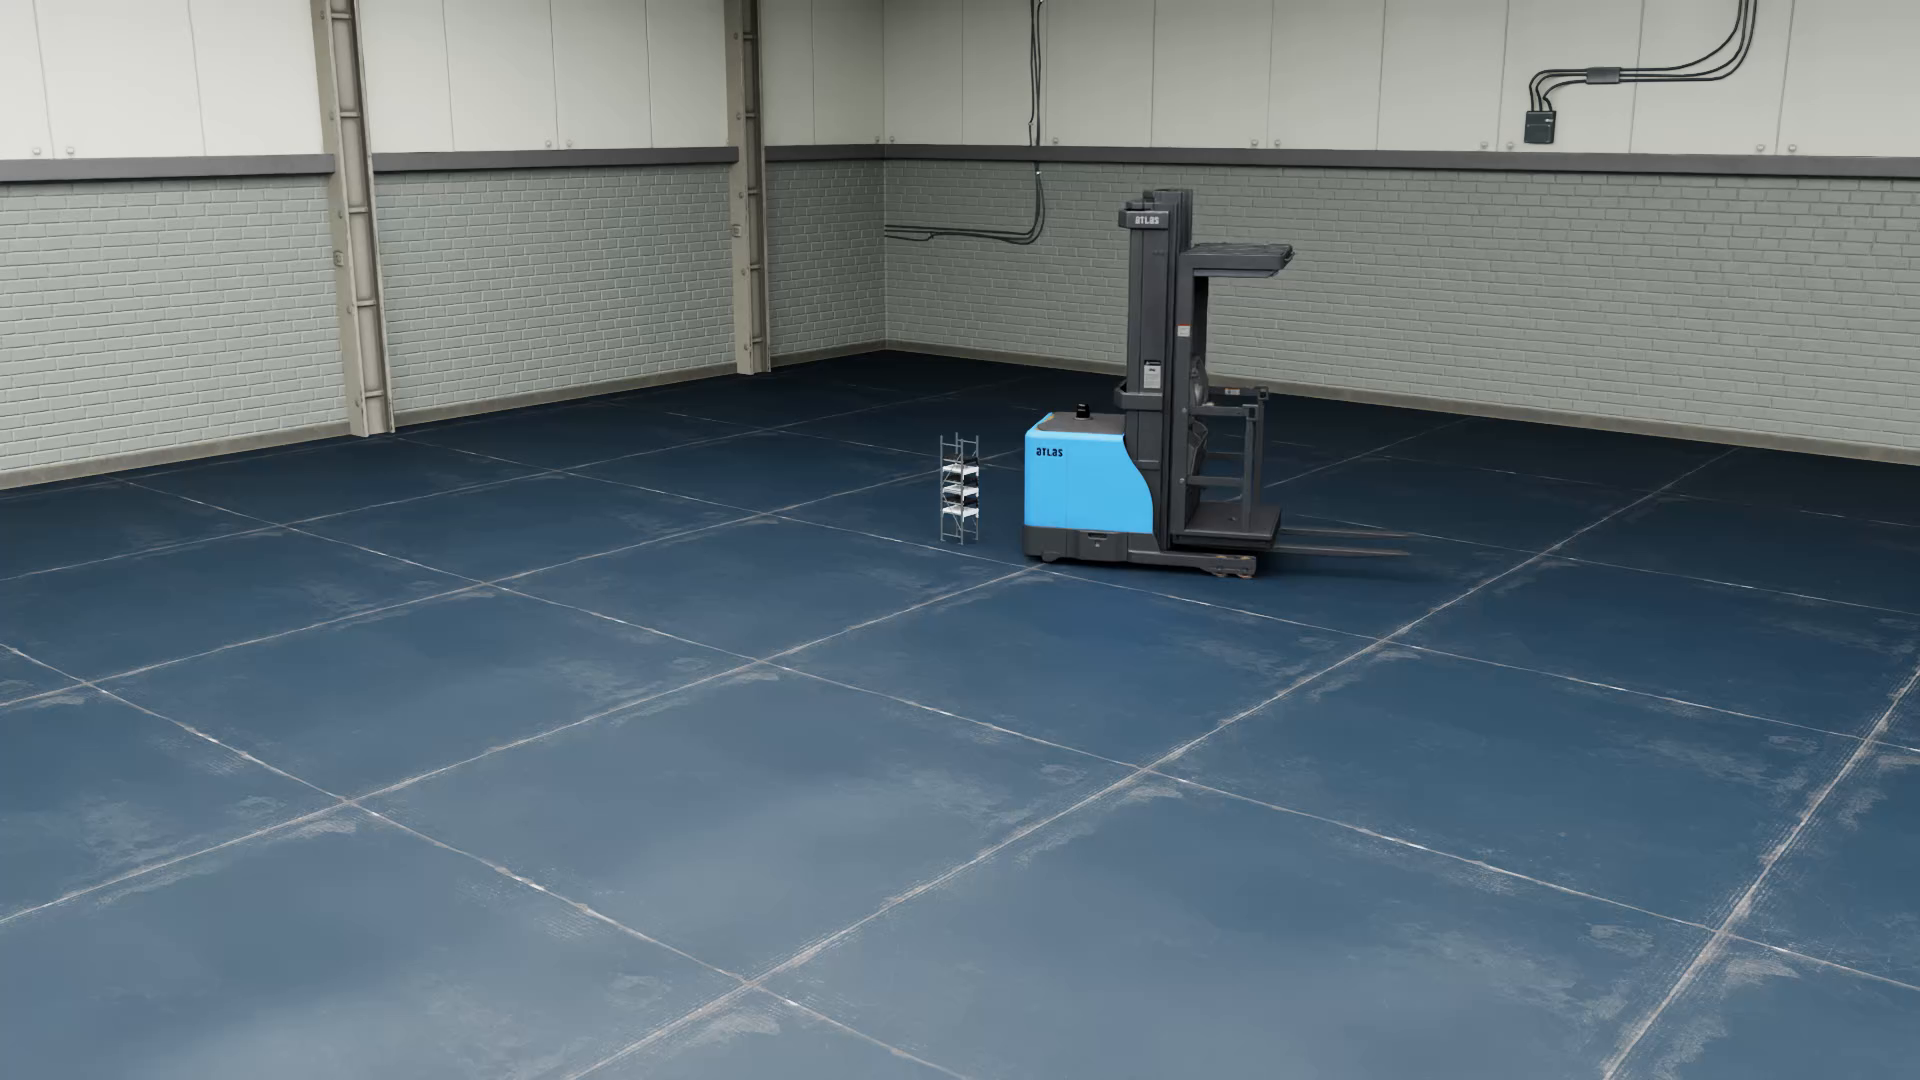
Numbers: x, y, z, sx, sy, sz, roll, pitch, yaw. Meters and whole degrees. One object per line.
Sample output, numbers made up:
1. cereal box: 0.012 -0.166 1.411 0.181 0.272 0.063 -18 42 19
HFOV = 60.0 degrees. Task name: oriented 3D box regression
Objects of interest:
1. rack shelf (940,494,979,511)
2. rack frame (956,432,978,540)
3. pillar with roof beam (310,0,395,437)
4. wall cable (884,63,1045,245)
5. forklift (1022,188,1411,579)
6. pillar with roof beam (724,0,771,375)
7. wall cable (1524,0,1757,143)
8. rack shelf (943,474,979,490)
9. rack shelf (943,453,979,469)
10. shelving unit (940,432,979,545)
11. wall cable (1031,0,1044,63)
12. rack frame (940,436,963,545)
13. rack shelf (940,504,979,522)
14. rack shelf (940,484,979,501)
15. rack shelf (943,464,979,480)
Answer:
1. rack shelf: -0.005 -0.315 14.036 0.258 0.077 0.200 11 18 38
2. rack frame: 0.059 -0.454 14.083 0.240 0.900 0.006 11 18 38
3. pillar with roof beam: -3.334 -4.913 15.186 9.100 9.000 0.400 11 18 38
4. wall cable: -0.031 -5.583 24.129 3.097 2.526 0.112 11 18 38
5. forklift: 2.079 -1.265 13.151 3.031 2.935 1.130 4 15 14
6. pillar with roof beam: 0.437 -6.062 19.709 9.100 9.000 0.400 11 18 38
7. wall cable: 7.343 -7.264 17.533 2.305 6.003 0.169 11 18 38
8. rack shelf: -0.005 -0.490 13.992 0.258 0.077 0.200 11 18 38
9. rack shelf: -0.005 -0.664 13.948 0.258 0.077 0.200 11 18 38
10. shelving unit: -0.005 -0.435 14.006 0.258 0.900 0.210 11 18 38
11. wall cable: 2.073 -7.612 21.859 3.097 2.526 0.112 11 18 38
12. rack frame: -0.069 -0.415 13.929 0.240 0.900 0.006 11 18 38
13. rack shelf: -0.005 -0.228 14.059 0.258 0.077 0.200 11 18 38
14. rack shelf: -0.005 -0.402 14.014 0.258 0.077 0.200 11 18 38
15. rack shelf: -0.005 -0.577 13.970 0.258 0.077 0.200 11 18 38
